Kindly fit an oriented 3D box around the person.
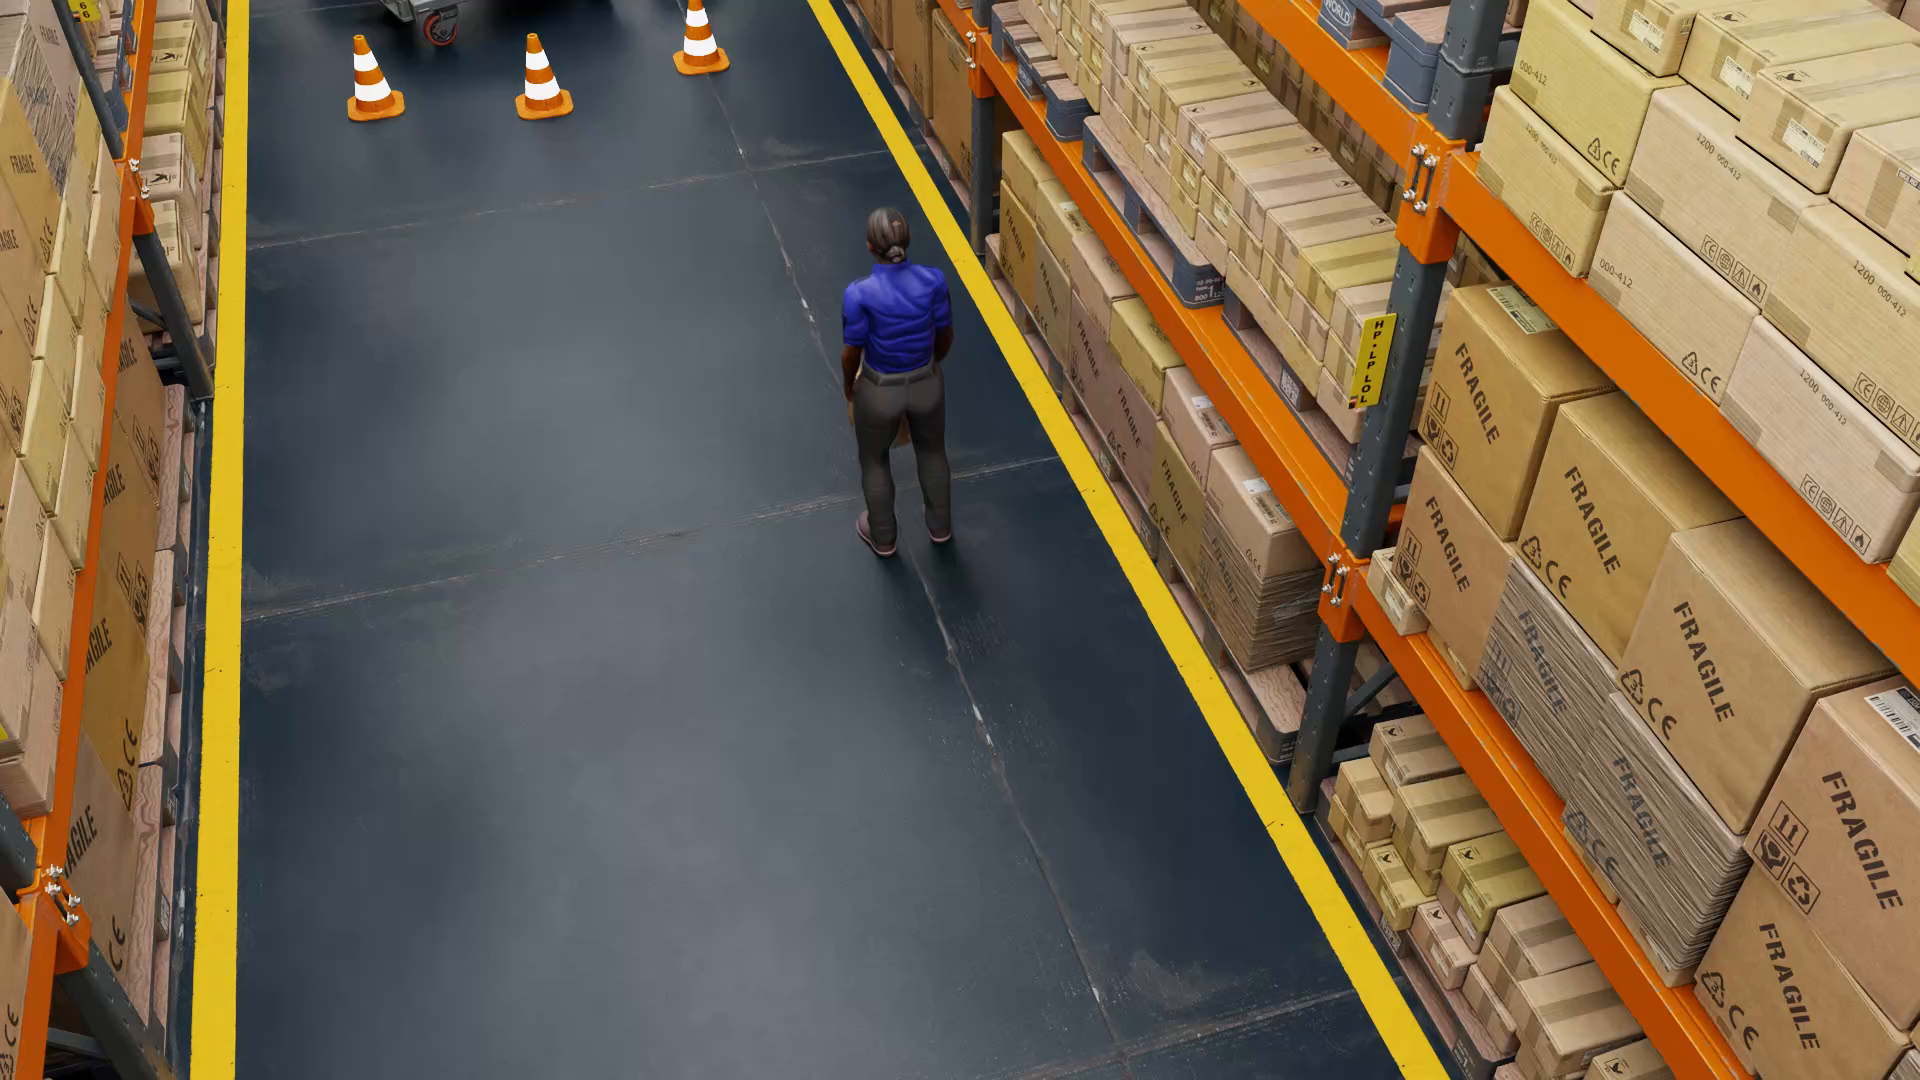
[{"bbox_3d":[-0.251,-0.631,6.850,0.492,1.660,0.345,-13,44,-14],"label":"person"}]
